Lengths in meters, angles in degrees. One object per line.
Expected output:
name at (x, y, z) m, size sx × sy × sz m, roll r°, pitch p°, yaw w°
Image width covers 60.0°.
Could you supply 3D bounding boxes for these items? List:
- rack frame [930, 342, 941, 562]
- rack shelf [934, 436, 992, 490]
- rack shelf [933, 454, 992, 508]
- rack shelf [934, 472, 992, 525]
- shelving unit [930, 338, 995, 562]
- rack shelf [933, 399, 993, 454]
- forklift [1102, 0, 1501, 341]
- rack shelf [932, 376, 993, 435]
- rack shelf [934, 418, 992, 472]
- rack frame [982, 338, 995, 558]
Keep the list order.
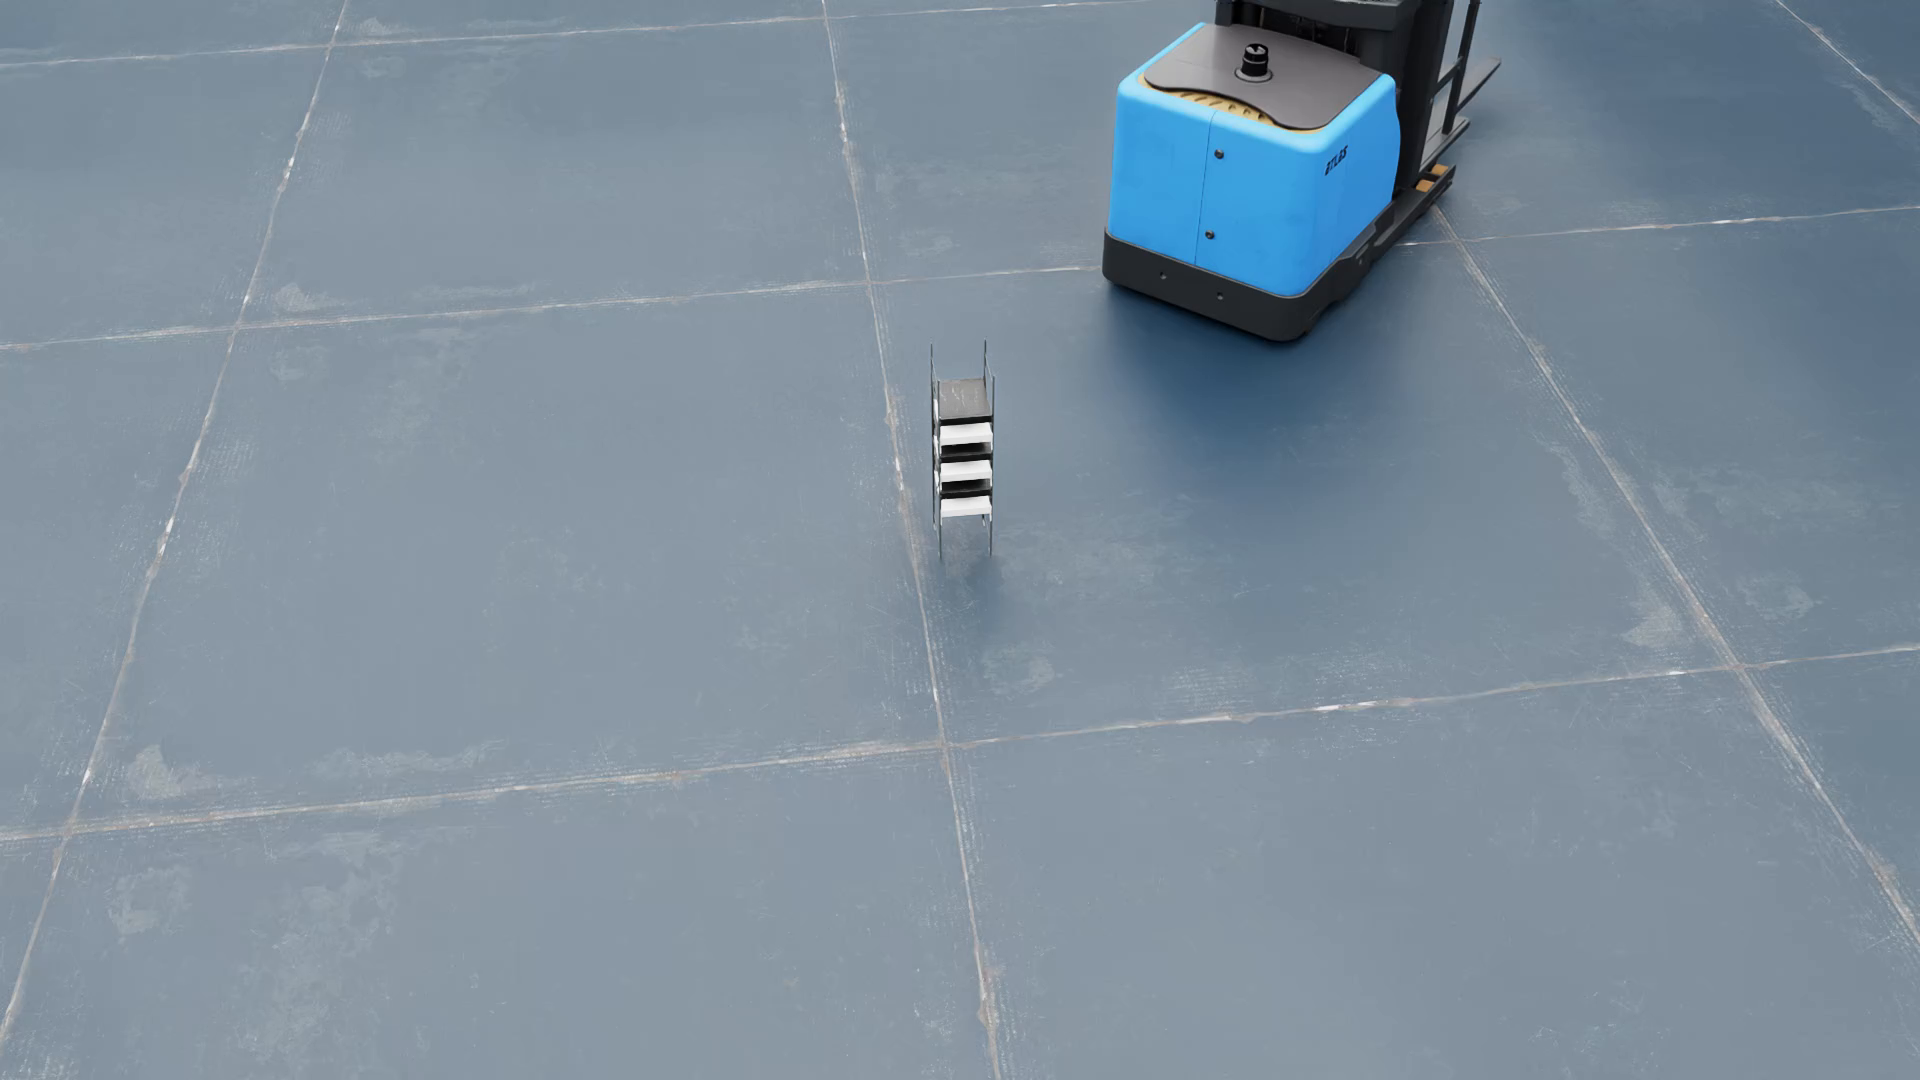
rack frame at (-0.093, -0.326, 6.440) m, size 0.006 × 0.900 × 0.240 m, roll -5°, pitch 42°, yaw -6°
rack shelf at (0.008, -0.310, 6.472) m, size 0.200 × 0.077 × 0.258 m, roll -5°, pitch 42°, yaw -6°
rack shelf at (0.008, -0.243, 6.532) m, size 0.200 × 0.077 × 0.258 m, roll -5°, pitch 42°, yaw -6°
rack shelf at (0.008, -0.176, 6.592) m, size 0.200 × 0.077 × 0.258 m, roll -5°, pitch 42°, yaw -6°
shelving unit at (0.008, -0.335, 6.449) m, size 0.210 × 0.900 × 0.258 m, roll -5°, pitch 42°, yaw -6°
rack shelf at (0.008, -0.444, 6.351) m, size 0.200 × 0.077 × 0.258 m, roll -5°, pitch 42°, yaw -6°
forklift at (1.942, -2.956, 7.838) m, size 1.130 × 2.935 × 3.031 m, roll 25°, pitch 48°, yaw 25°
rack shelf at (0.008, -0.511, 6.291) m, size 0.200 × 0.077 × 0.258 m, roll -5°, pitch 42°, yaw -6°
rack shelf at (0.008, -0.377, 6.411) m, size 0.200 × 0.077 × 0.258 m, roll -5°, pitch 42°, yaw -6°
rack frame at (0.109, -0.344, 6.459) m, size 0.006 × 0.900 × 0.240 m, roll -5°, pitch 42°, yaw -6°
